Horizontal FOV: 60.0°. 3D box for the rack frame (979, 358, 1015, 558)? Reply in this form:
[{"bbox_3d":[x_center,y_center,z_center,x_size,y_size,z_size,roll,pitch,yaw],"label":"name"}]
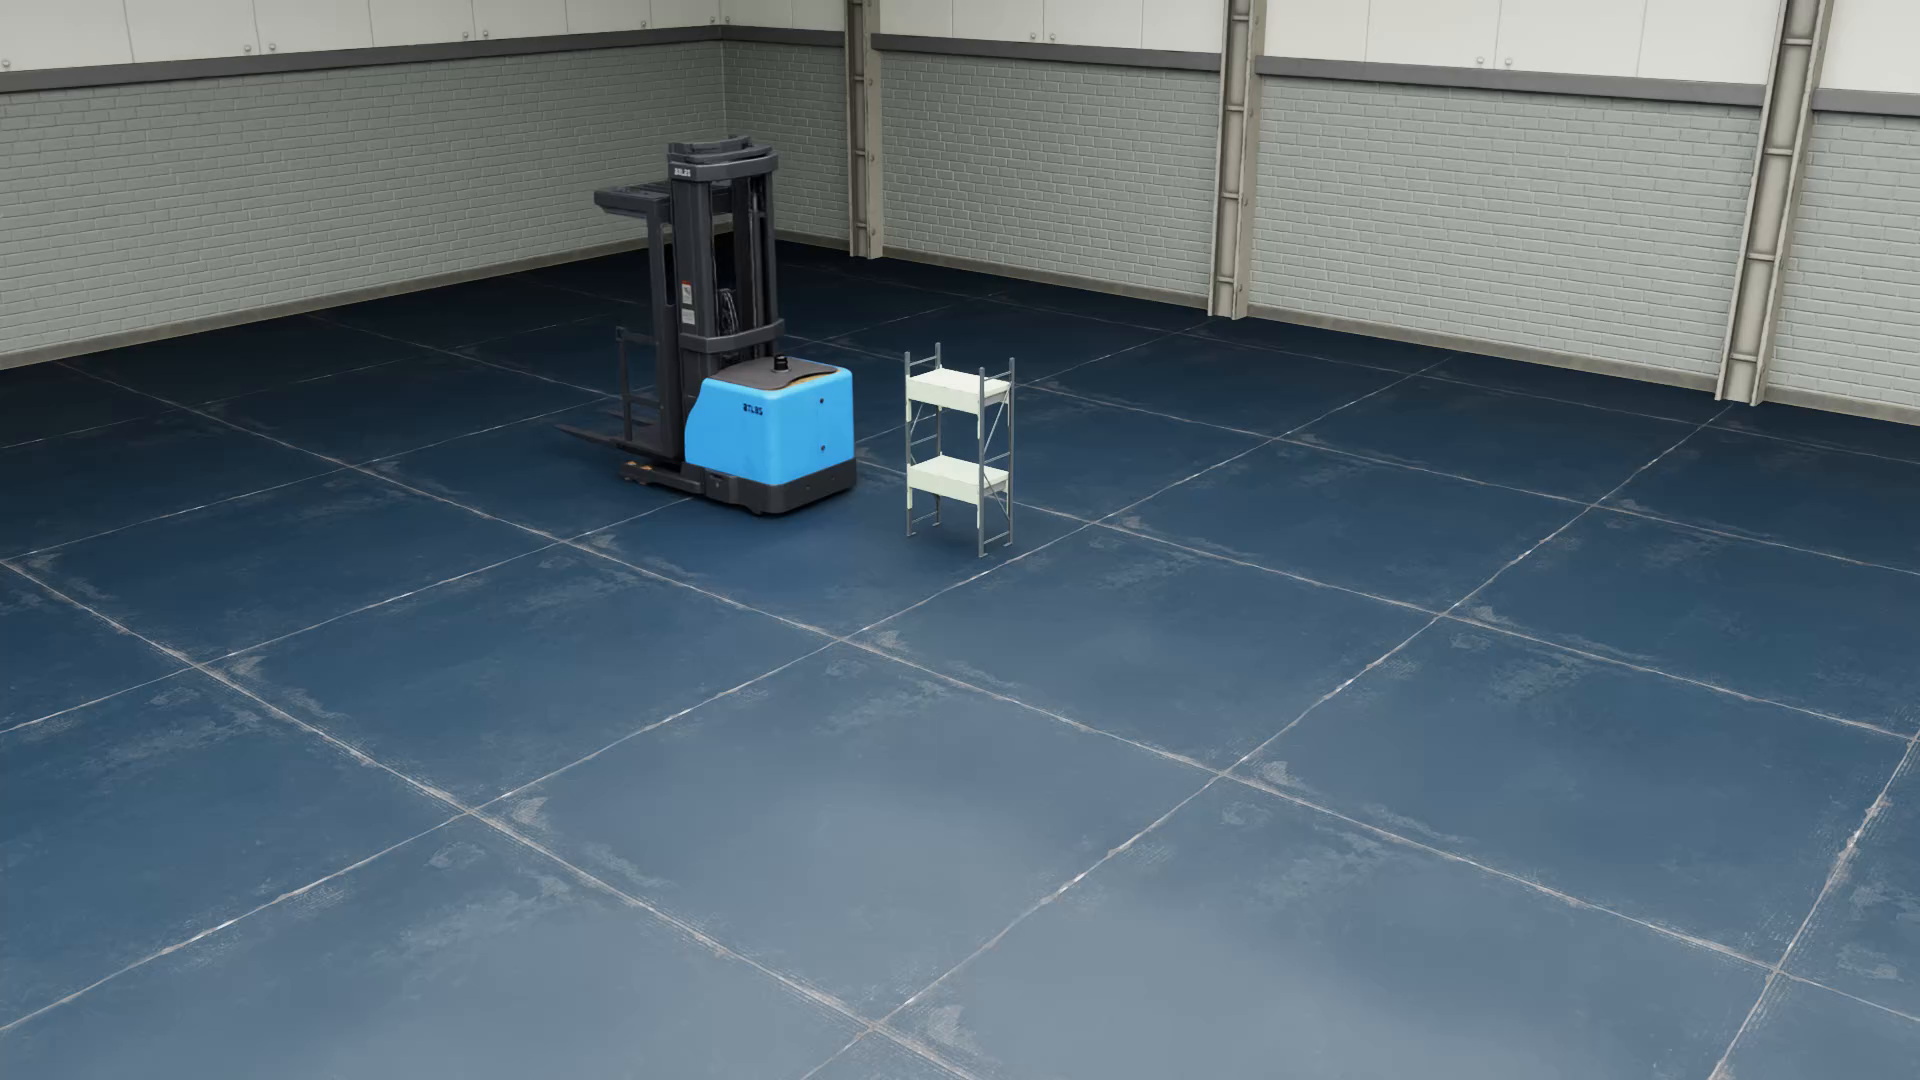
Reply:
[{"bbox_3d":[0.278,-0.622,12.691,0.023,1.500,0.400,16,26,36],"label":"rack frame"}]

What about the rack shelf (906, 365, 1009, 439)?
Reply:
[{"bbox_3d":[-0.005,-1.068,12.770,0.720,0.370,0.431,16,26,36],"label":"rack shelf"}]

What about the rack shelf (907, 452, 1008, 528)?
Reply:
[{"bbox_3d":[-0.005,-0.398,13.023,0.720,0.370,0.431,16,26,36],"label":"rack shelf"}]

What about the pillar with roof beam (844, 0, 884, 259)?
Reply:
[{"bbox_3d":[-4.069,-7.143,19.357,0.400,9.000,9.100,16,26,36],"label":"pillar with roof beam"}]

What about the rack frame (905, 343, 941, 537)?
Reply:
[{"bbox_3d":[-0.289,-0.785,13.124,0.023,1.500,0.400,16,26,36],"label":"rack frame"}]

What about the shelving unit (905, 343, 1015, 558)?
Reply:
[{"bbox_3d":[-0.005,-0.703,12.907,0.755,1.500,0.431,16,26,36],"label":"shelving unit"}]

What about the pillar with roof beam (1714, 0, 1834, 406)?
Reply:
[{"bbox_3d":[5.227,-4.466,12.257,0.400,9.000,9.100,16,26,36],"label":"pillar with roof beam"}]

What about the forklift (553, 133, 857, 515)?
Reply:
[{"bbox_3d":[-2.360,-1.980,14.264,3.031,2.935,1.130,15,26,35],"label":"forklift"}]

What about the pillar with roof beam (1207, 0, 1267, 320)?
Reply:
[{"bbox_3d":[0.579,-5.805,15.807,0.400,9.000,9.100,16,26,36],"label":"pillar with roof beam"}]
